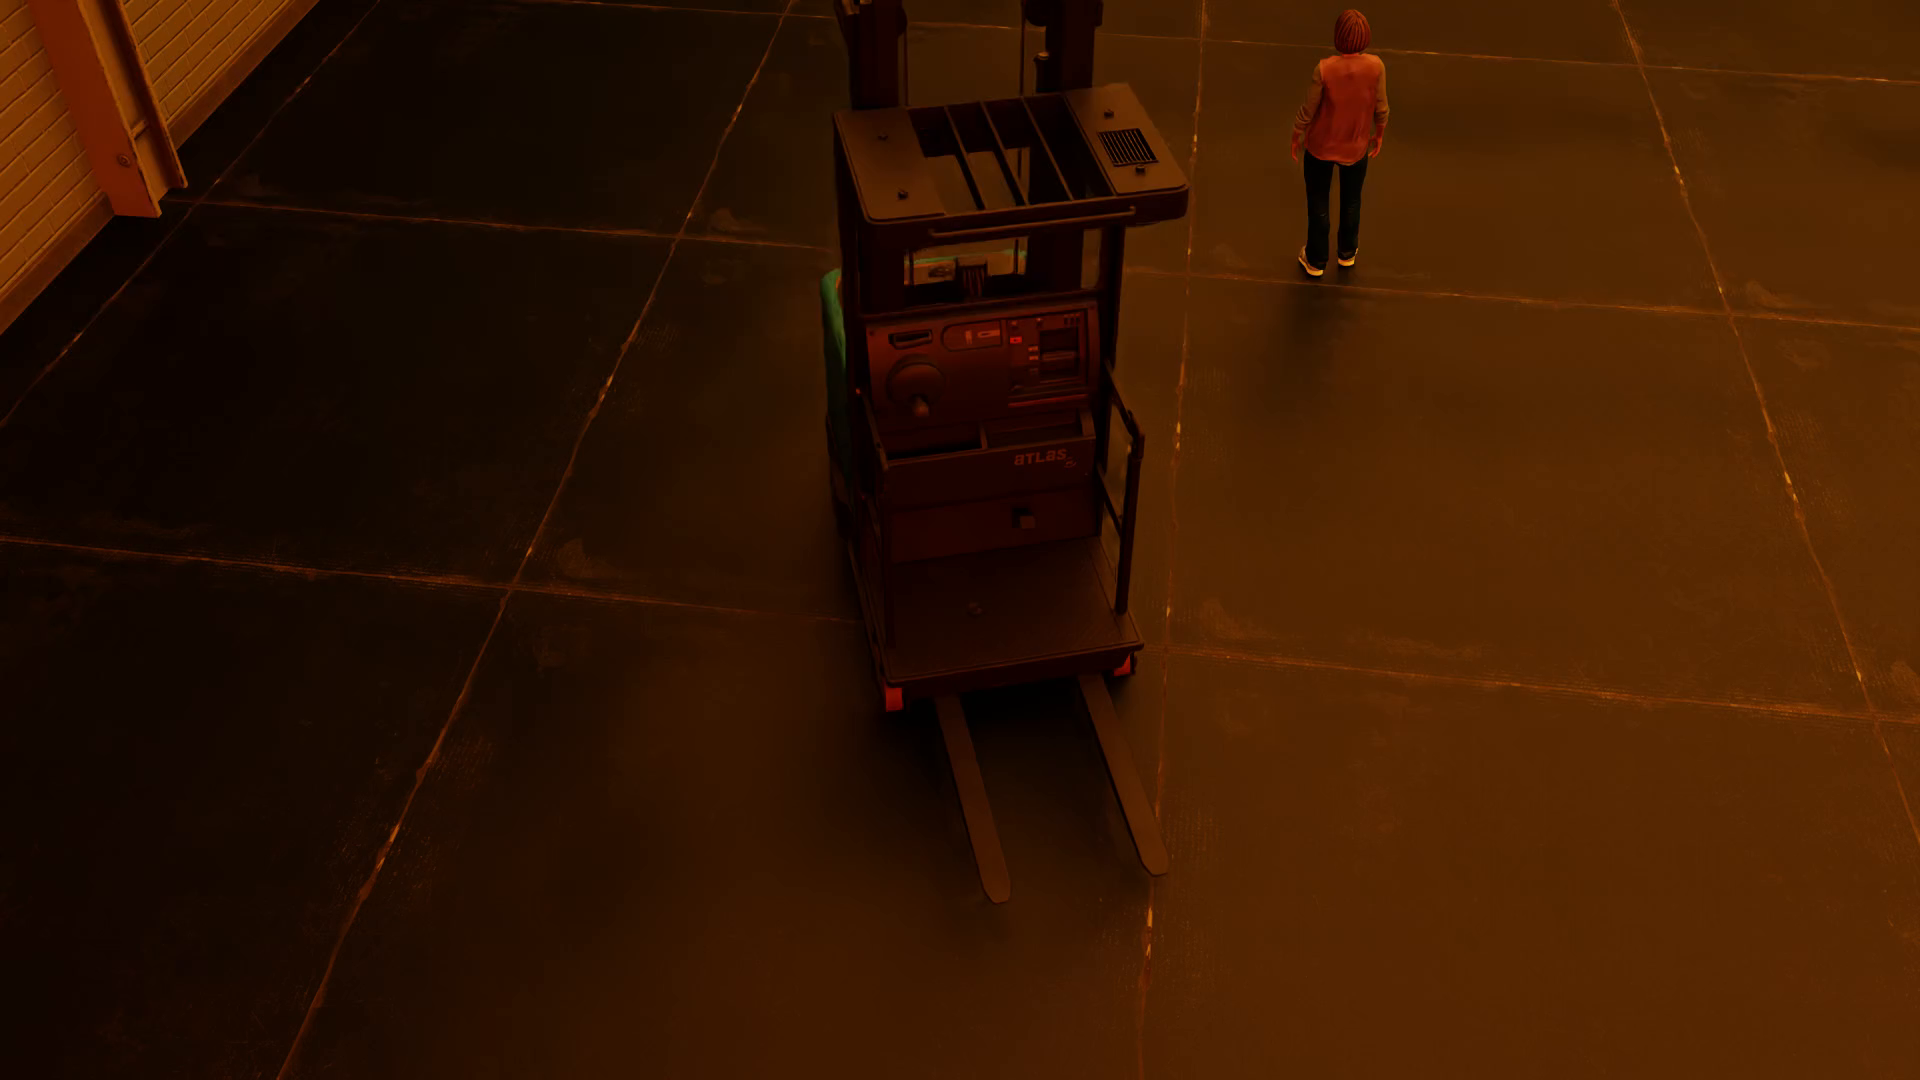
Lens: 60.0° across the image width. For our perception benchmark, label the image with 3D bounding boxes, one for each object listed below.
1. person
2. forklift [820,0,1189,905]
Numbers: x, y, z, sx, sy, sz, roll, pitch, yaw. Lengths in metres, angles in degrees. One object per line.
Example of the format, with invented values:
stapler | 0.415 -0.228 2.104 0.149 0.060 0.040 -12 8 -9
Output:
person | 2.051 -2.173 9.065 0.521 1.596 0.475 1 43 1
forklift | 0.141 -0.627 6.407 1.130 2.935 3.031 -8 43 -9
